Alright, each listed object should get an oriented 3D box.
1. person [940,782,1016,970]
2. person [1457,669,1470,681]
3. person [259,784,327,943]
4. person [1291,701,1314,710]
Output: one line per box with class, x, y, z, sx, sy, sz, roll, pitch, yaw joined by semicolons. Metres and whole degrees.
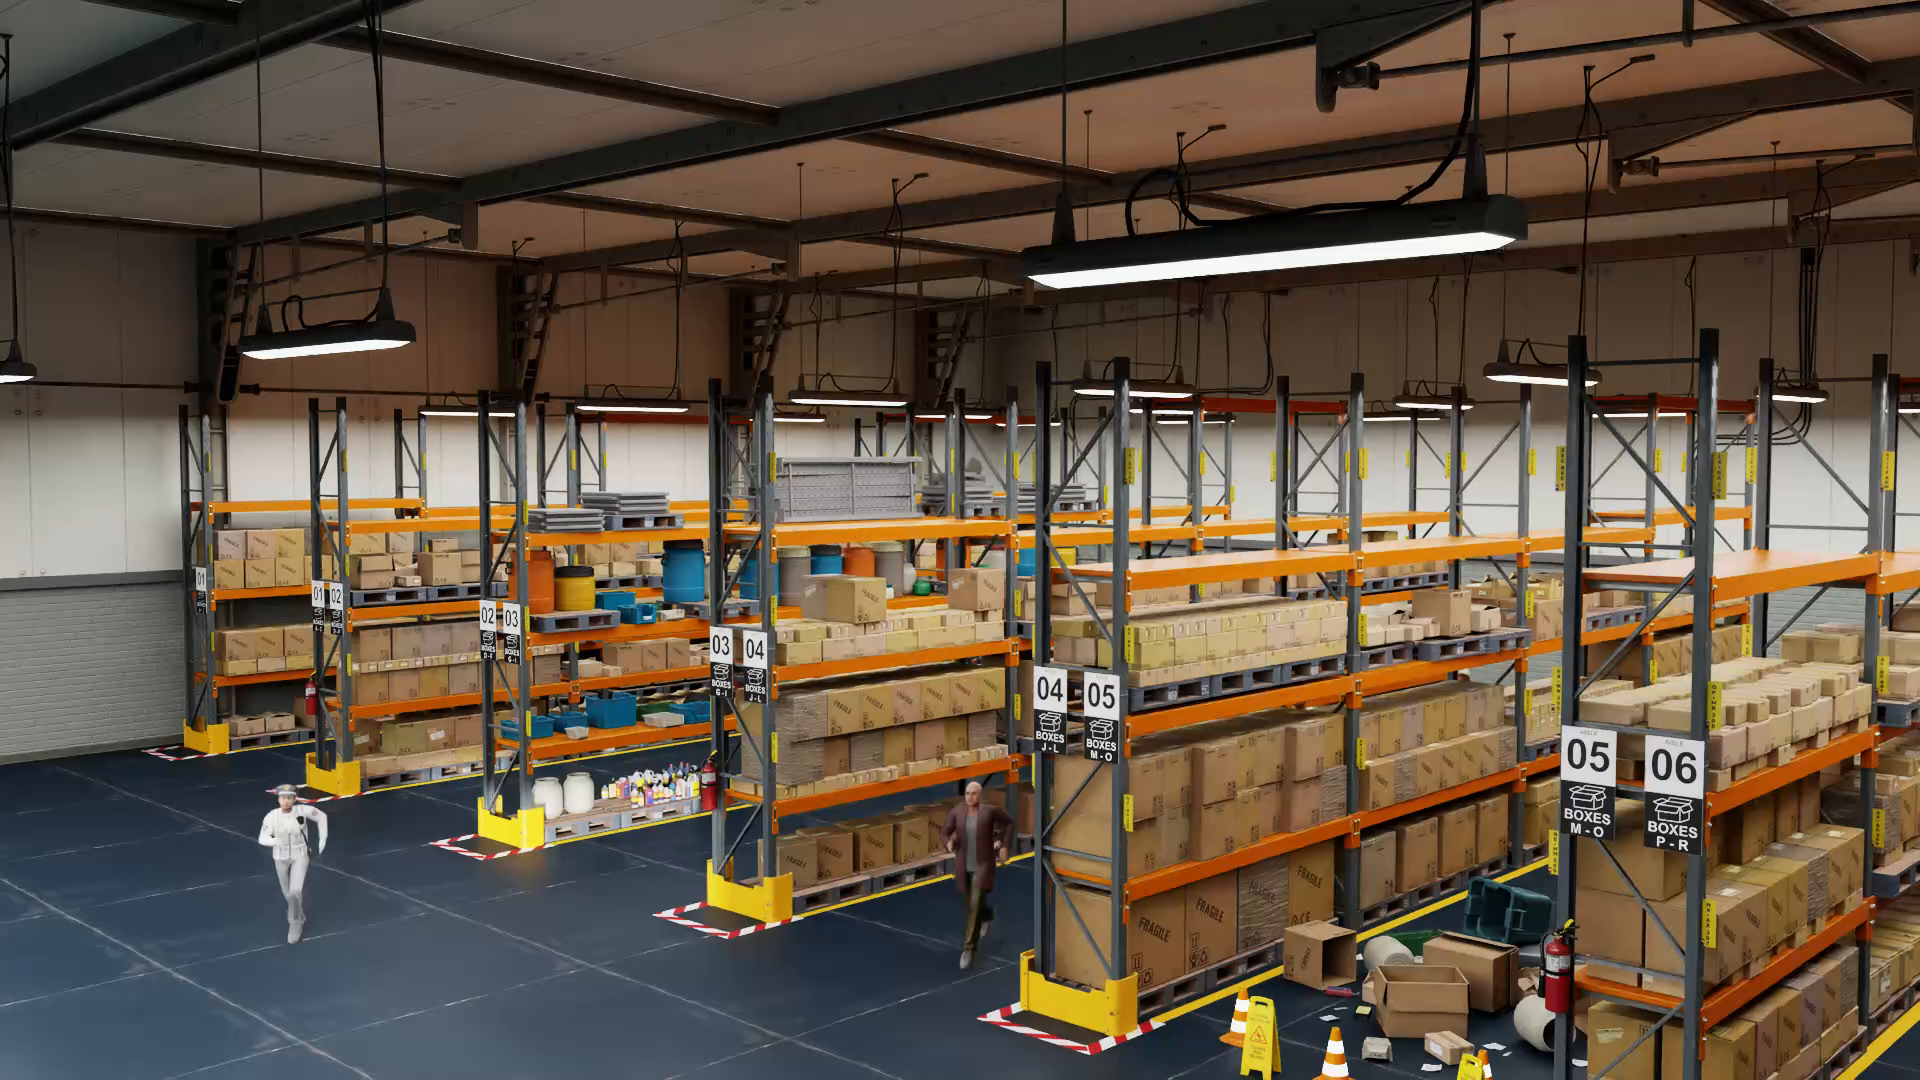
person;0.160;3.374;17.083;0.740;1.809;1.069;1;3;18
person;7.902;2.897;26.215;0.697;1.767;0.672;3;4;41
person;-7.064;3.392;17.618;0.640;1.688;0.783;-1;3;-13
person;4.955;3.029;23.941;0.661;1.797;1.100;2;4;39
